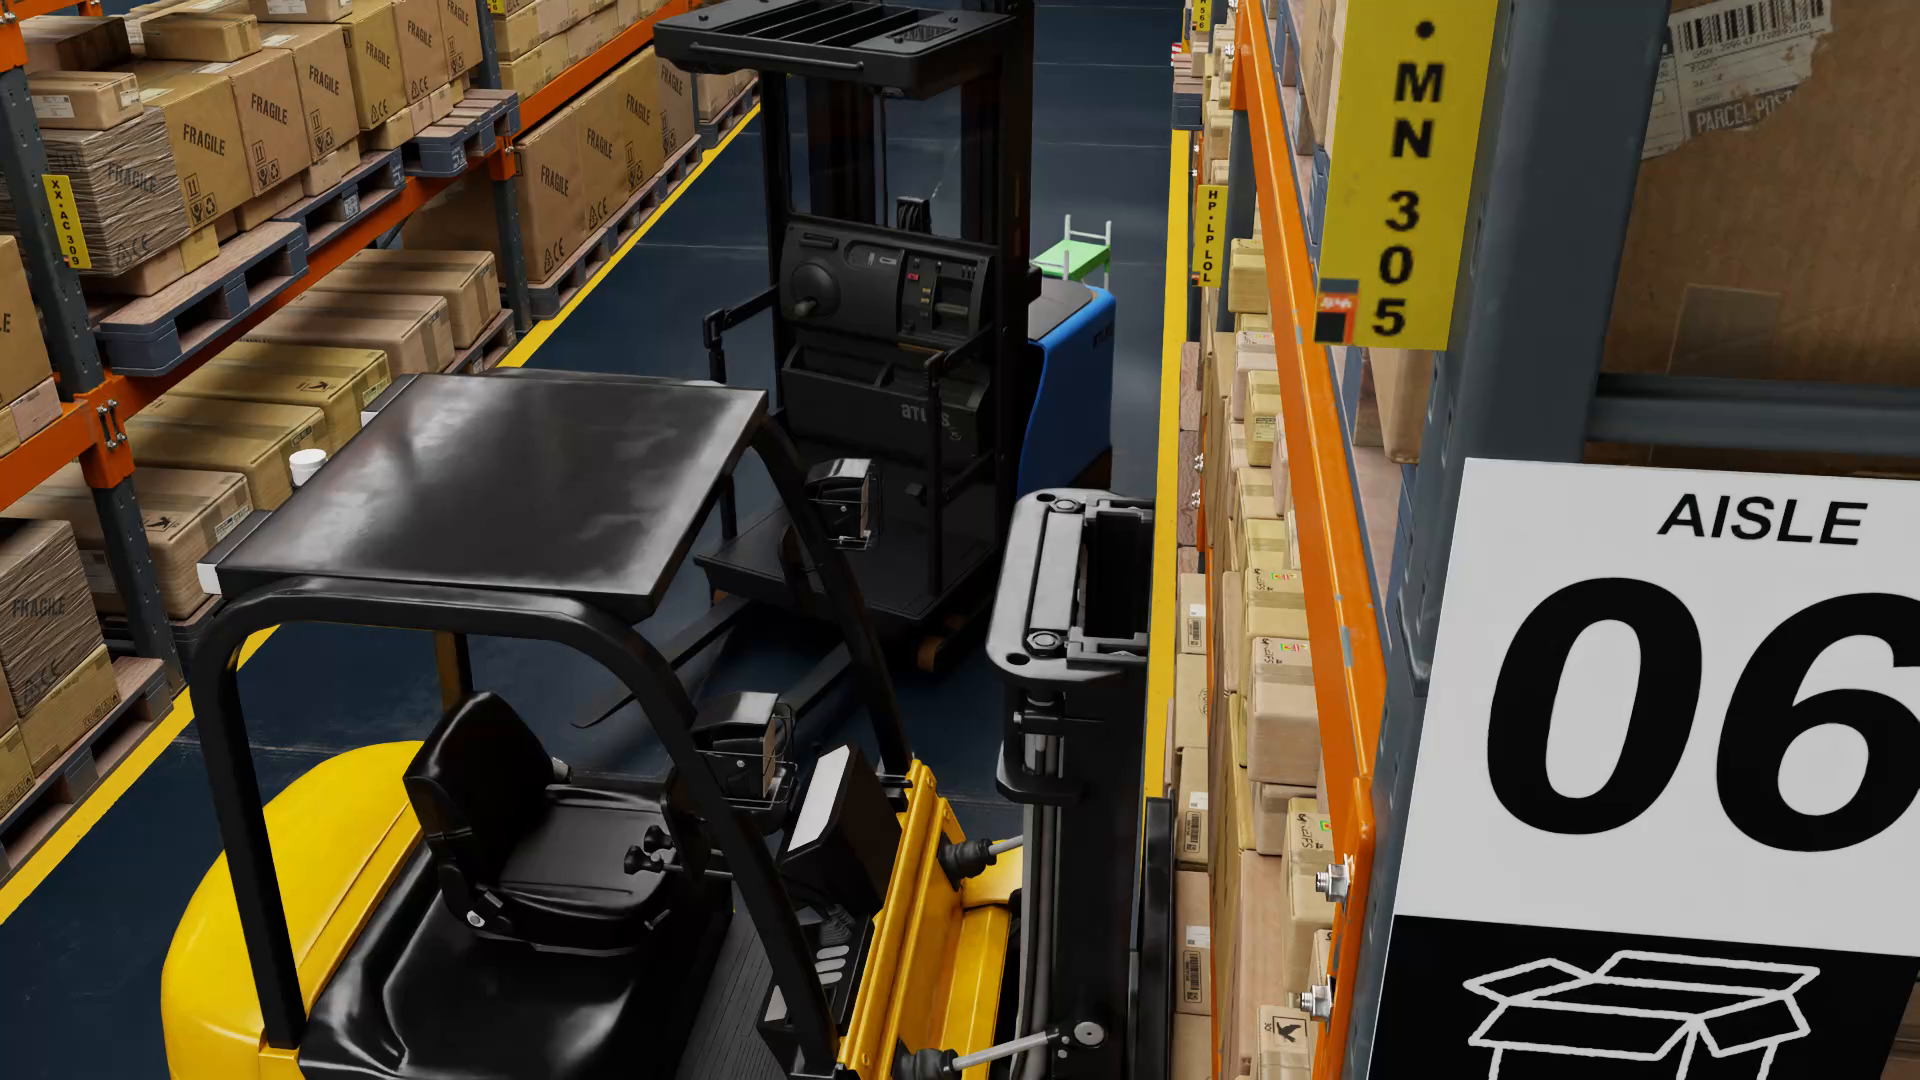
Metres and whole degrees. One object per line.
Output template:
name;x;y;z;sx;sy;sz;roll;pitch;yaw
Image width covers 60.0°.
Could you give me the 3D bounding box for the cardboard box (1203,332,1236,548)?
cardboard box;1.012;-0.299;5.037;0.500;0.500;0.500;3;28;5

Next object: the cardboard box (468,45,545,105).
cardboard box;-2.802;-2.768;9.883;0.500;0.250;0.500;3;28;5

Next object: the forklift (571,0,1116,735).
forklift;-0.410;-0.986;6.489;1.130;2.935;3.031;14;31;25

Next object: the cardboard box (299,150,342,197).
cardboard box;-3.033;-1.663;7.497;0.380;0.149;0.250;4;29;8

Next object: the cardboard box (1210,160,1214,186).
cardboard box;1.256;-1.332;6.690;0.500;0.250;0.500;4;29;7

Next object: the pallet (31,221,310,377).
pallet;-3.364;-1.002;6.650;1.003;0.211;1.213;3;28;6

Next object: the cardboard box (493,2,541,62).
cardboard box;-2.804;-2.997;9.780;0.500;0.250;0.500;3;28;6

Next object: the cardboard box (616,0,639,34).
cardboard box;-2.570;-3.733;11.675;0.500;0.250;0.500;3;28;5

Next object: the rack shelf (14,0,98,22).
rack shelf;-7.791;-3.483;11.811;1.077;0.370;4.000;3;28;6

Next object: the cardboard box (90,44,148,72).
cardboard box;-3.644;-1.802;7.071;0.500;0.500;0.500;4;29;8

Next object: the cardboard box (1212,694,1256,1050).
cardboard box;0.770;0.658;3.260;0.500;0.500;0.500;3;28;5

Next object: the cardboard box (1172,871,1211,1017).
cardboard box;0.760;1.068;4.007;0.500;0.250;0.500;3;28;5

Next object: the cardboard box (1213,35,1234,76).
cardboard box;1.453;-2.403;8.258;0.380;0.149;0.250;4;29;7

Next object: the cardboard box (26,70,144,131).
cardboard box;-3.193;-1.582;5.978;0.380;0.149;0.250;3;28;6

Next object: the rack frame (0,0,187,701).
rack frame;-3.602;-0.735;5.952;1.000;3.000;0.127;3;28;6

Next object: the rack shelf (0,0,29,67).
rack shelf;-3.356;-2.681;7.159;1.077;0.370;4.000;3;28;6

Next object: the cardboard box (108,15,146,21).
cardboard box;-7.674;-4.734;15.310;0.380;0.149;0.250;2;28;4

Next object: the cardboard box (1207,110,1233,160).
cardboard box;1.229;-1.684;6.925;0.380;0.149;0.250;3;28;5

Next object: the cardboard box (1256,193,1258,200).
cardboard box;1.243;-1.187;6.001;0.380;0.149;0.250;3;28;6

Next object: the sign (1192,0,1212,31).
sign;1.276;-2.834;8.710;0.100;0.325;0.005;3;28;6

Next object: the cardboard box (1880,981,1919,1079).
cardboard box;1.183;0.706;2.173;0.380;0.149;0.250;4;29;8

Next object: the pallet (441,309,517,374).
pallet;-3.209;-1.023;9.426;1.003;0.211;1.213;3;28;6

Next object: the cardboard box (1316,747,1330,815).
cardboard box;0.779;0.437;2.673;0.380;0.149;0.250;4;29;7

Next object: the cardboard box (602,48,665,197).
cardboard box;-2.721;-3.028;12.006;0.875;0.875;0.875;4;29;8

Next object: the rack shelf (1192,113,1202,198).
rack shelf;2.060;-2.956;10.833;1.077;0.370;4.000;3;28;6

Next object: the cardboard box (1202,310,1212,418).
cardboard box;1.127;-0.635;5.924;0.500;0.250;0.500;4;29;7

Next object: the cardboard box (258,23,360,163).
cardboard box;-3.072;-2.009;7.455;0.500;0.500;0.500;2;28;4

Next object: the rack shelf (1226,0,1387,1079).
rack shelf;1.080;-0.511;3.132;1.077;0.370;4.000;3;28;6

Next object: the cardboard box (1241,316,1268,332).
cardboard box;0.995;-0.522;4.766;0.380;0.149;0.250;4;29;7

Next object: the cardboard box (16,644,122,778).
cardboard box;-3.407;0.584;5.959;0.500;0.250;0.500;5;29;9

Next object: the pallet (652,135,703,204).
pallet;-2.641;-2.906;12.921;1.003;0.211;1.213;3;28;6

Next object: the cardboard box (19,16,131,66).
cardboard box;-3.687;-2.067;6.878;0.380;0.149;0.250;2;28;4

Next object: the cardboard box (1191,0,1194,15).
cardboard box;1.865;-3.615;10.750;0.700;0.500;0.500;3;28;6

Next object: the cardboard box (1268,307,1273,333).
cardboard box;1.027;-0.528;4.464;0.380;0.149;0.250;3;28;5

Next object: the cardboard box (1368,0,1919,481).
cardboard box;0.647;-0.382;1.480;0.500;0.500;0.500;4;29;8

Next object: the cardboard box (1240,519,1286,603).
cardboard box;0.816;0.083;3.644;0.380;0.149;0.250;3;28;5

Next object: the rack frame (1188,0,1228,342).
rack frame;1.815;-2.332;8.915;1.000;3.000;0.127;3;28;6

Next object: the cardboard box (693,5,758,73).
cardboard box;-2.217;-4.693;15.557;0.875;0.438;0.875;4;29;8

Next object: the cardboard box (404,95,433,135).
cardboard box;-2.904;-2.155;8.409;0.380;0.149;0.250;2;28;4

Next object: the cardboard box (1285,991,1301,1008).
cardboard box;0.694;0.684;2.528;0.380;0.149;0.250;4;29;7

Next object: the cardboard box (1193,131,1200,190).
cardboard box;1.902;-2.598;11.603;0.500;0.500;0.500;3;28;5

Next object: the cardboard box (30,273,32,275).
cardboard box;-3.812;-1.068;6.392;0.380;0.149;0.250;4;29;7

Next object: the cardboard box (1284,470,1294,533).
cardboard box;0.900;-0.047;3.572;0.380;0.149;0.250;3;29;6

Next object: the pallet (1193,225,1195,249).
pallet;2.096;-2.026;11.288;1.003;0.211;1.213;3;28;6

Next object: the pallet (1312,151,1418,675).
pallet;0.947;-0.179;1.850;1.003;0.211;1.213;3;28;6

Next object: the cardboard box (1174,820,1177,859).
cardboard box;0.827;1.040;4.587;0.500;0.250;0.500;3;28;6

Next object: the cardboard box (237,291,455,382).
cardboard box;-3.273;-1.033;8.833;0.950;0.372;0.625;3;28;5

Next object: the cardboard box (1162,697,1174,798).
cardboard box;0.937;0.785;5.586;0.500;0.250;0.500;4;29;7

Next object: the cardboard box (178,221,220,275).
cardboard box;-3.181;-1.169;6.578;0.380;0.149;0.250;4;29;7

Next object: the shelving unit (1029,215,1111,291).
shelving unit;0.514;-0.943;8.236;0.258;1.200;0.503;14;31;25

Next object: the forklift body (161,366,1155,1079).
forklift body;-0.743;0.809;3.980;2.313;2.155;1.214;3;28;6
